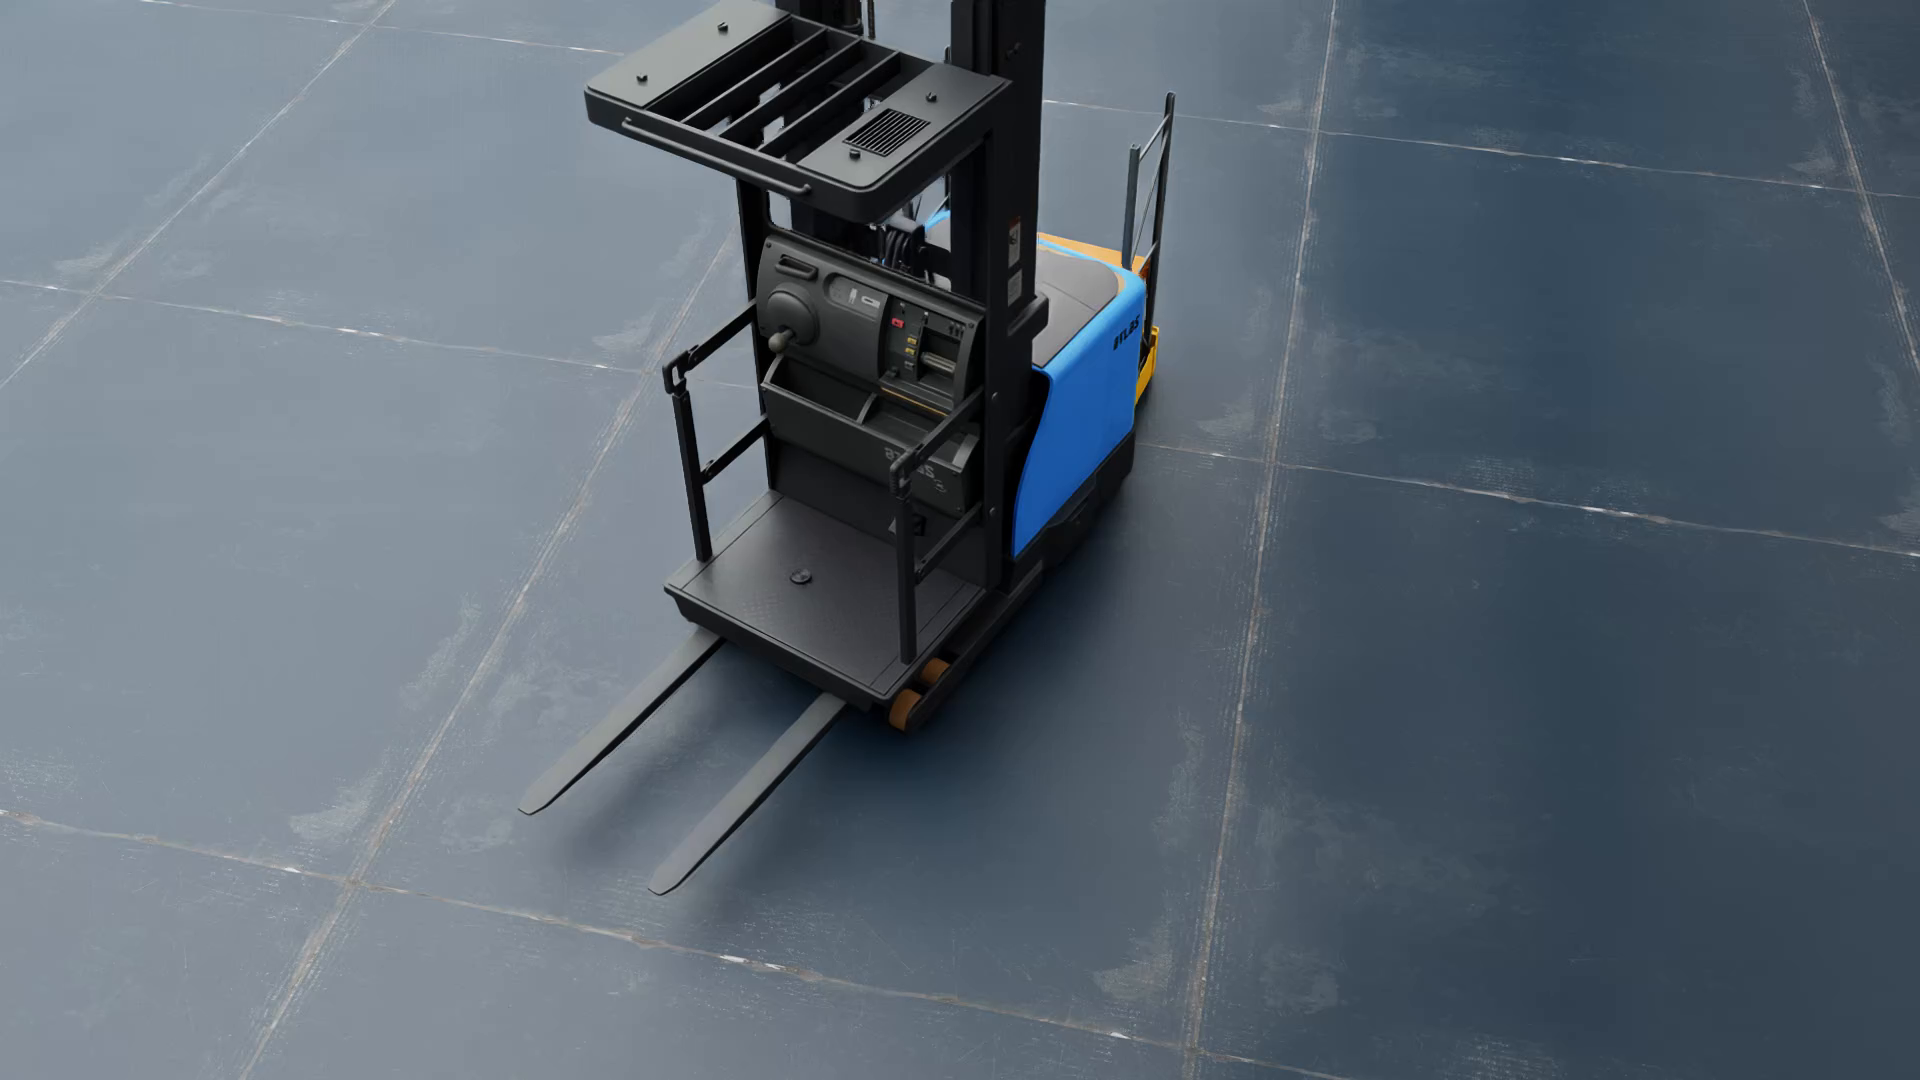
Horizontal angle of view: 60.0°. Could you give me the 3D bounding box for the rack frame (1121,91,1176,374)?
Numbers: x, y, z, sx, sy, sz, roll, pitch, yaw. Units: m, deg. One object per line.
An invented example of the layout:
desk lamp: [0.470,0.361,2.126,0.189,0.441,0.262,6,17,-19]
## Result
rack frame: [0.797,-1.192,7.367,0.032,1.500,0.500,17,46,17]

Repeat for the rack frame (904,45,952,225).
rack frame: [-0.136,-1.473,7.659,0.032,1.500,0.500,17,46,17]

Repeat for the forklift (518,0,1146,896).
forklift: [-0.458,-0.692,5.815,1.130,2.935,3.031,25,49,23]

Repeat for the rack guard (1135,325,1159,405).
rack guard: [0.796,-0.742,7.801,0.087,0.250,0.587,17,46,17]

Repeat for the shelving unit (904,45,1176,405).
shelving unit: [0.339,-1.330,7.511,1.083,1.500,0.587,17,46,17]

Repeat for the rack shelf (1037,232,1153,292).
rack shelf: [0.331,-1.203,7.638,1.000,0.185,0.538,17,46,17]
